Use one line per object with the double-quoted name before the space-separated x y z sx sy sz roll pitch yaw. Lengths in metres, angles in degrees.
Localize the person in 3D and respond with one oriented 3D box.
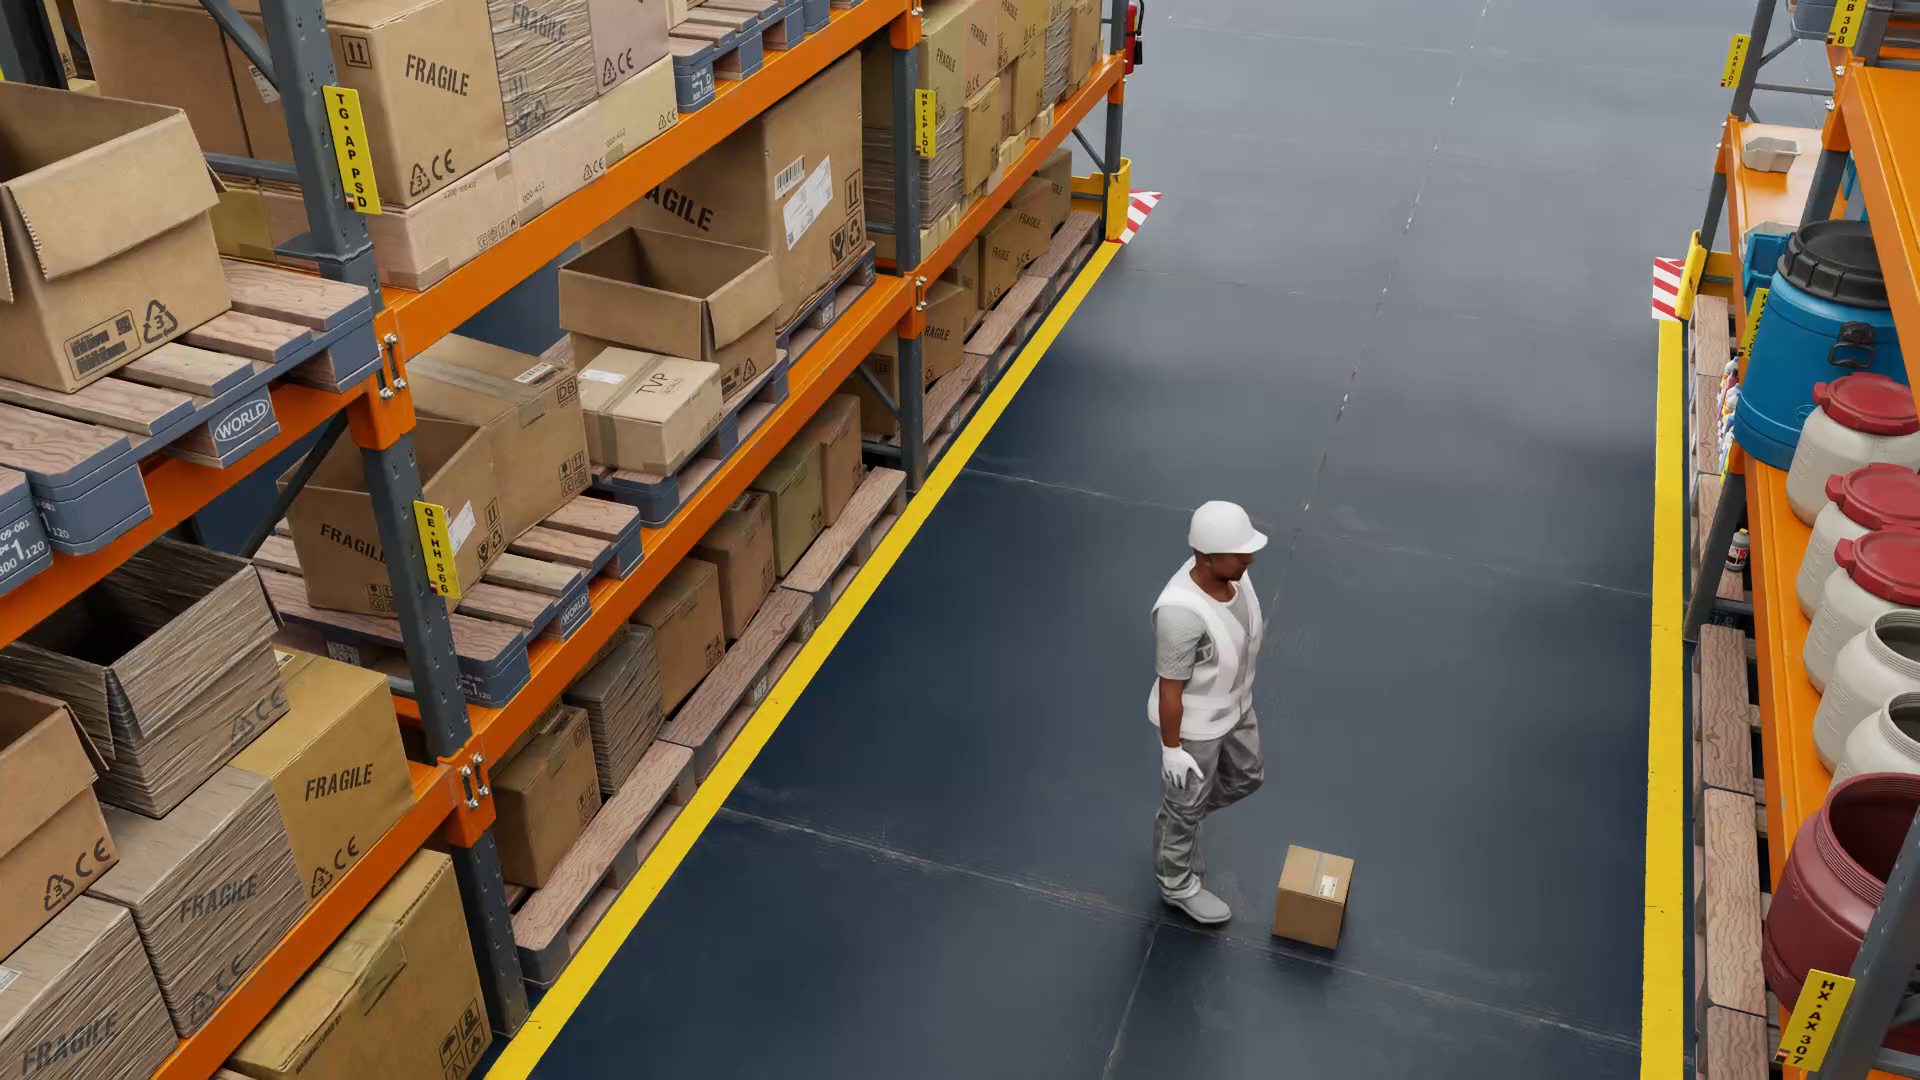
"person" 0.895 0.645 6.114 0.460 1.790 0.578 20 38 27
